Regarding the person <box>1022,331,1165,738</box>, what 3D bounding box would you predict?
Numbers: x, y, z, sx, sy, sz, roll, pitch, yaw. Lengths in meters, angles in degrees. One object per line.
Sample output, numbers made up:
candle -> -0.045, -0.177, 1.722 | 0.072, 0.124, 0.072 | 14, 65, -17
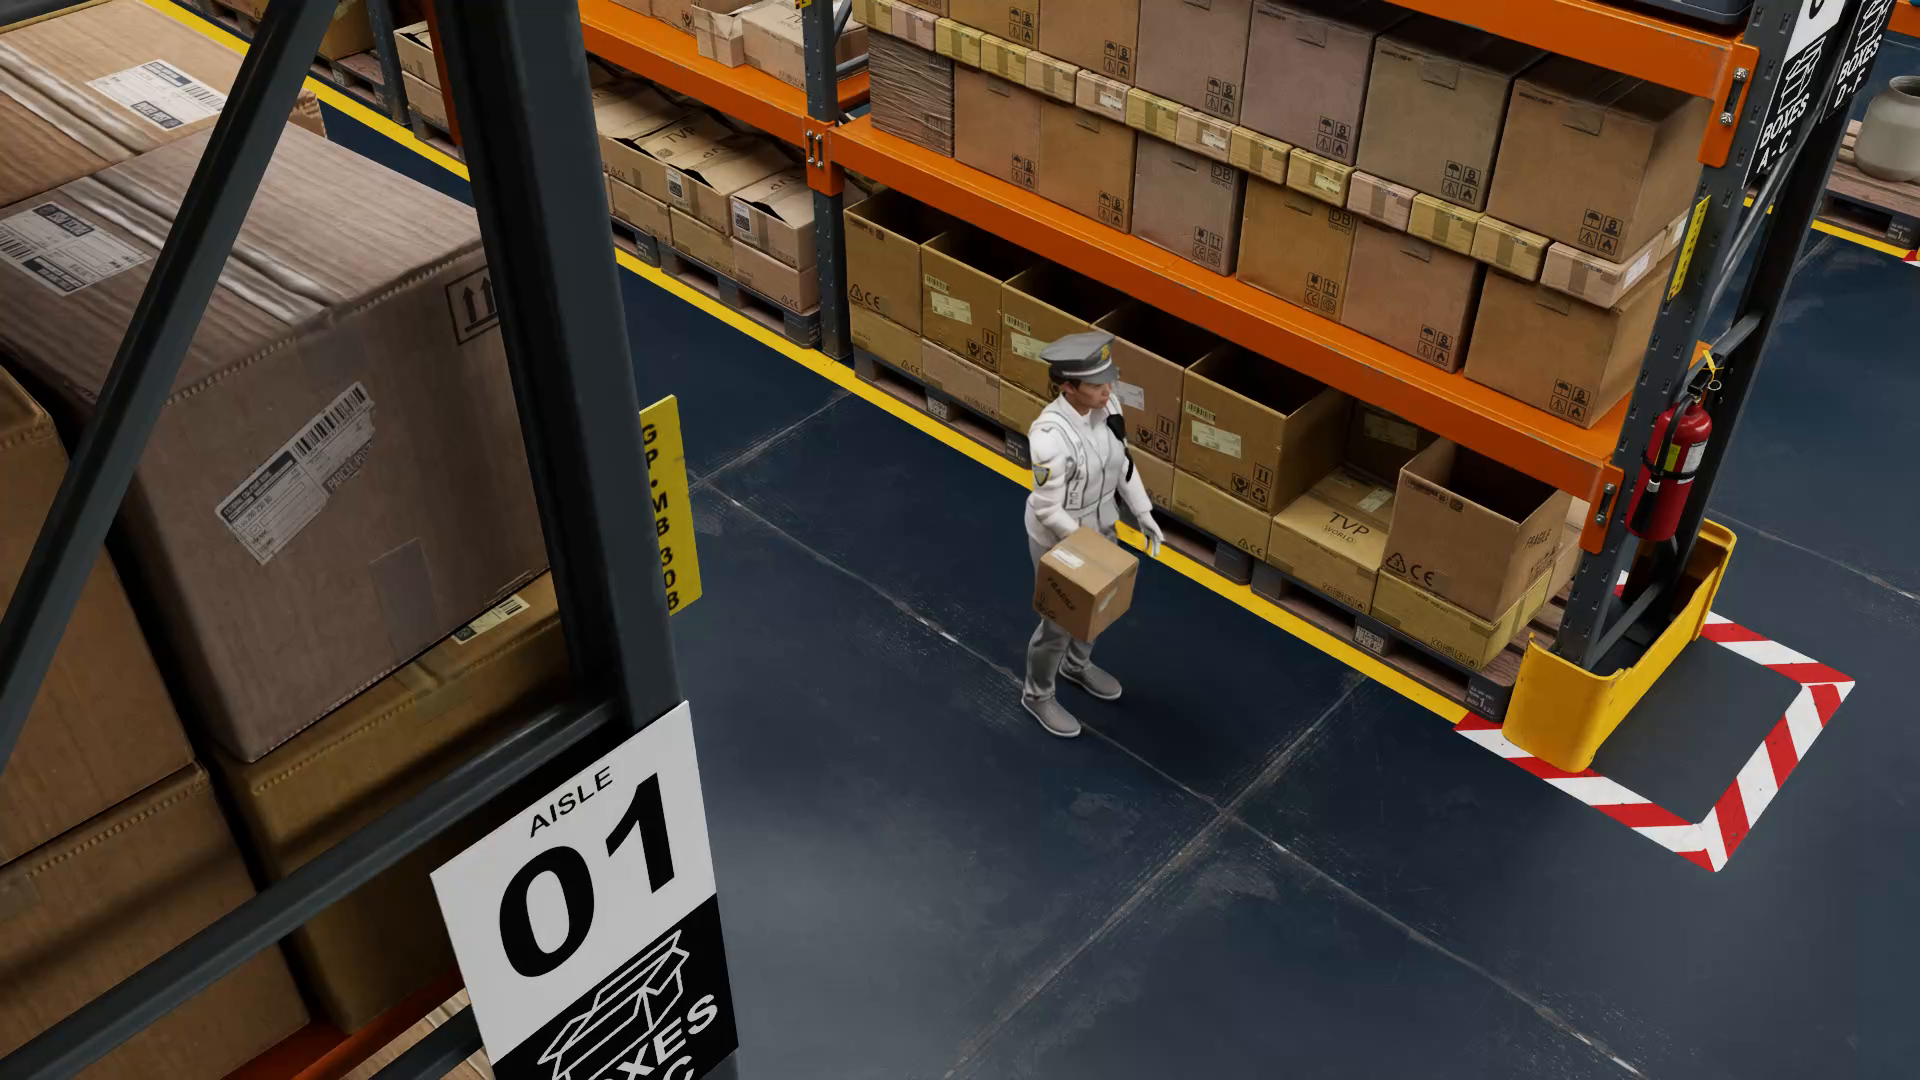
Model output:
person -> 0.484, -0.003, 6.135 | 0.476, 1.691, 0.492 | 29, 48, 31
